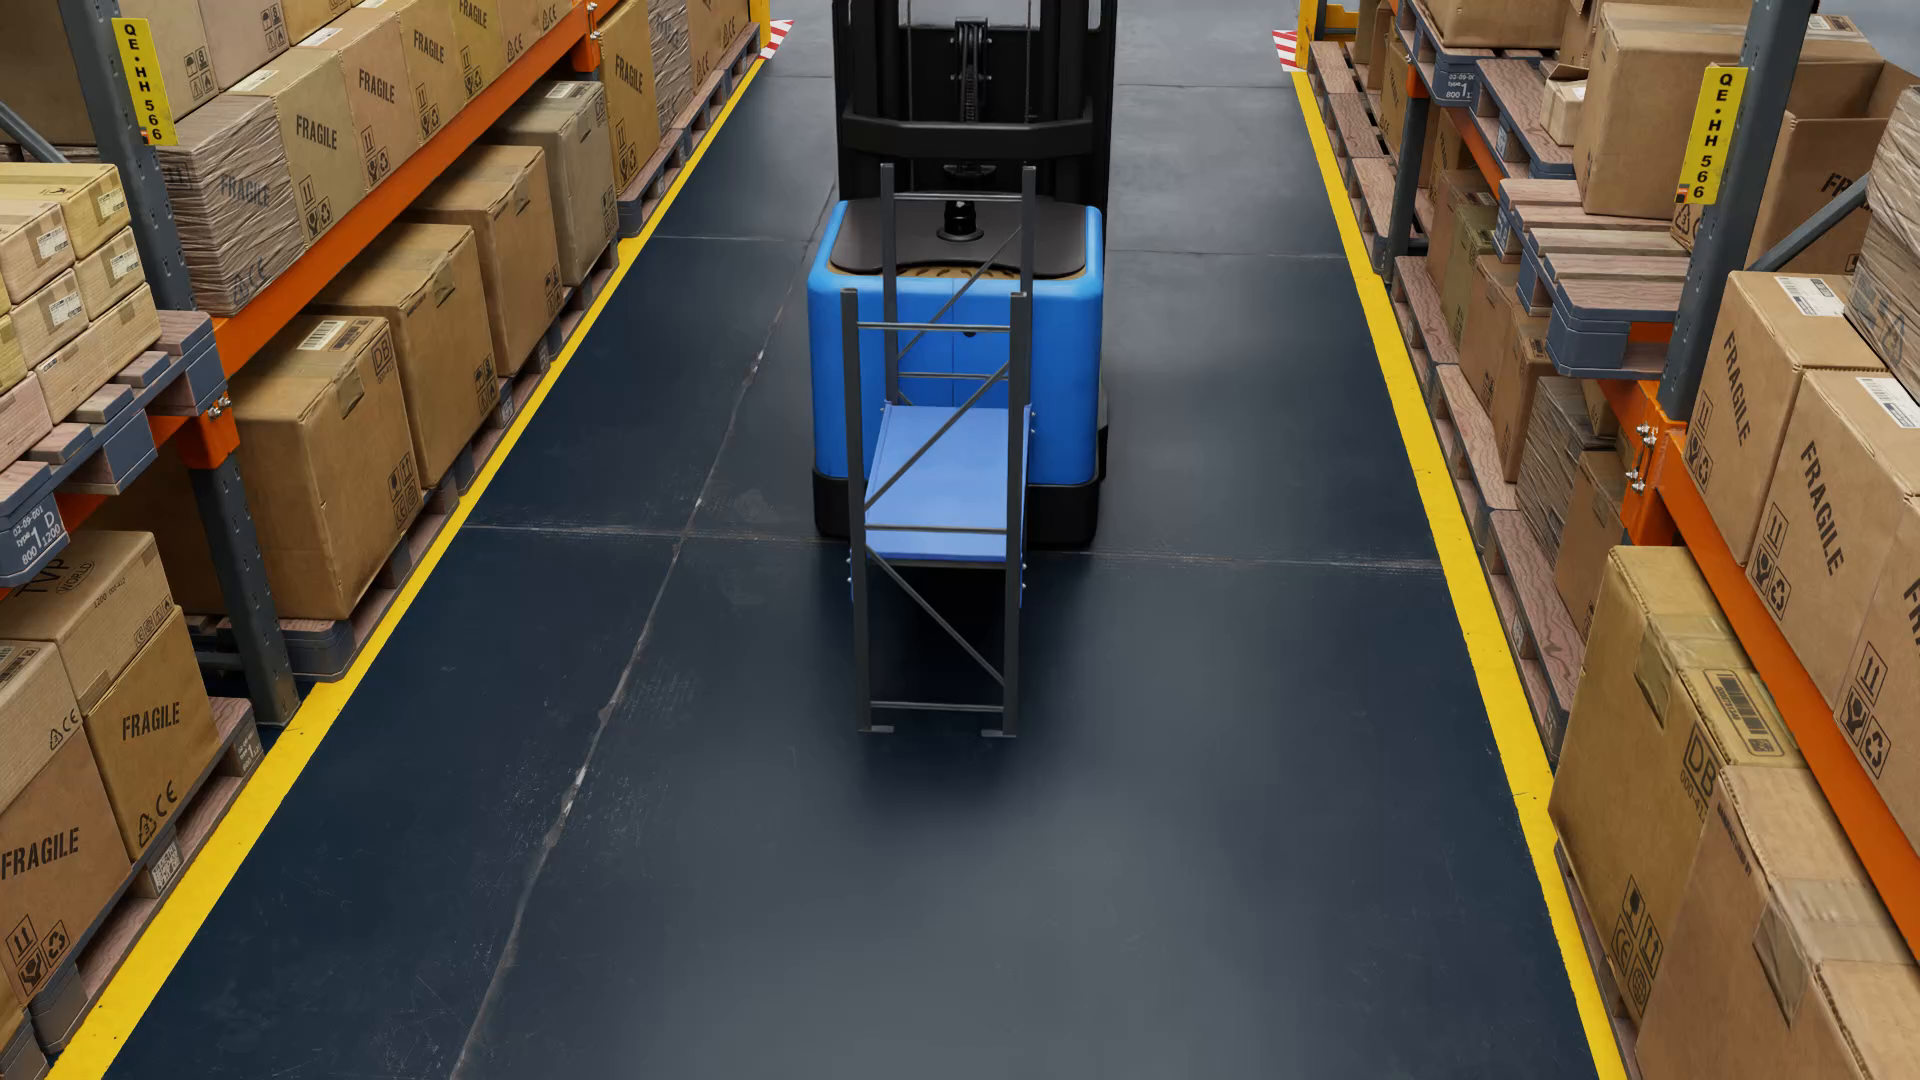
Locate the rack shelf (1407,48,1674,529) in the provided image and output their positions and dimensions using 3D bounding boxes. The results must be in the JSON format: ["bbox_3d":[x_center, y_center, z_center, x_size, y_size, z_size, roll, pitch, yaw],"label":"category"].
[{"bbox_3d":[2.465,-1.205,6.032,1.077,0.370,4.000,2,32,4],"label":"rack shelf"}]

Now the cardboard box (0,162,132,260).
[{"bbox_3d":[-2.216,-0.780,3.928,0.380,0.149,0.250,1,32,2],"label":"cardboard box"}]

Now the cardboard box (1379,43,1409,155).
[{"bbox_3d":[2.712,-2.507,9.442,0.500,0.500,0.500,0,32,0],"label":"cardboard box"}]

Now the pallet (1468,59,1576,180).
[{"bbox_3d":[2.423,-1.421,5.879,1.003,0.211,1.213,2,32,4],"label":"pallet"}]

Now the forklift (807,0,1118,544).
[{"bbox_3d":[0.071,-1.980,6.669,1.130,2.935,3.031,2,32,3],"label":"forklift"}]

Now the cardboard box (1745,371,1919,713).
[{"bbox_3d":[1.952,0.004,3.289,0.500,0.500,0.500,2,32,3],"label":"cardboard box"}]

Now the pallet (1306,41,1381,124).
[{"bbox_3d":[2.846,-2.999,10.915,1.003,0.211,1.213,2,32,4],"label":"pallet"}]

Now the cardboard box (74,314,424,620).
[{"bbox_3d":[-2.494,-0.266,5.567,1.050,0.750,0.750,2,32,3],"label":"cardboard box"}]

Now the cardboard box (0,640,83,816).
[{"bbox_3d":[-2.458,0.469,3.897,0.500,0.250,0.500,3,32,5],"label":"cardboard box"}]

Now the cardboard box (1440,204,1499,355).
[{"bbox_3d":[2.499,-1.112,7.158,0.700,0.500,0.500,2,32,4],"label":"cardboard box"}]

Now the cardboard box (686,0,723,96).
[{"bbox_3d":[-2.040,-3.370,10.485,0.875,0.875,0.875,2,32,3],"label":"cardboard box"}]

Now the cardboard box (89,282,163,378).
[{"bbox_3d":[-2.215,-0.525,4.081,0.380,0.149,0.250,3,32,5],"label":"cardboard box"}]

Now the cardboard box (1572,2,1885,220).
[{"bbox_3d":[2.252,-1.267,4.952,0.700,0.500,0.500,7,32,11],"label":"cardboard box"}]

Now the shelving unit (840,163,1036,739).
[{"bbox_3d":[-0.039,-0.295,5.299,0.538,1.500,1.048,2,32,3],"label":"shelving unit"}]

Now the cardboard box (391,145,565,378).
[{"bbox_3d":[-2.350,-1.210,7.099,1.050,0.750,0.750,2,32,4],"label":"cardboard box"}]

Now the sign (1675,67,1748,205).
[{"bbox_3d":[1.761,-0.943,3.893,0.100,0.325,0.005,2,32,4],"label":"sign"}]

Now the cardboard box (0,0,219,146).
[{"bbox_3d":[-2.586,-1.433,4.668,0.700,0.500,0.500,2,32,4],"label":"cardboard box"}]

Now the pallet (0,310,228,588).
[{"bbox_3d":[-2.585,-0.272,4.014,1.213,0.211,1.003,2,32,4],"label":"pallet"}]

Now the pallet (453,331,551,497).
[{"bbox_3d":[-2.392,-0.589,7.004,1.003,0.211,1.213,2,32,4],"label":"pallet"}]

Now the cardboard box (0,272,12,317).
[{"bbox_3d":[-2.260,-0.511,3.493,0.380,0.149,0.250,3,32,5],"label":"cardboard box"}]

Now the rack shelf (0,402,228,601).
[{"bbox_3d":[-2.796,0.622,3.068,1.077,0.370,4.000,2,32,4],"label":"rack shelf"}]

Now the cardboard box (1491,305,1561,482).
[{"bbox_3d":[2.409,-0.527,6.210,0.700,0.500,0.500,5,32,8],"label":"cardboard box"}]

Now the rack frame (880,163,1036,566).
[{"bbox_3d":[-0.007,-0.561,5.731,0.500,1.500,0.032,2,32,3],"label":"rack frame"}]

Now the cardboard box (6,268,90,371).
[{"bbox_3d":[-2.239,-0.511,3.777,0.380,0.149,0.250,4,32,6],"label":"cardboard box"}]

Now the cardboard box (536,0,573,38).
[{"bbox_3d":[-2.083,-2.580,7.483,0.500,0.500,0.500,2,32,4],"label":"cardboard box"}]

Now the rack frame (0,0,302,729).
[{"bbox_3d":[-2.633,-0.730,4.576,1.000,3.000,0.127,2,32,4],"label":"rack frame"}]

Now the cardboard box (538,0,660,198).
[{"bbox_3d":[-2.186,-2.422,8.946,0.875,0.875,0.875,3,32,5],"label":"cardboard box"}]

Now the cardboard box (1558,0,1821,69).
[{"bbox_3d":[2.579,-1.870,5.926,0.797,0.503,0.637,6,32,9],"label":"cardboard box"}]

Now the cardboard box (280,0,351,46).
[{"bbox_3d":[-2.507,-1.966,5.533,0.700,0.500,0.500,2,32,3],"label":"cardboard box"}]

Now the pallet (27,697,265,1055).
[{"bbox_3d":[-2.698,0.865,4.645,1.003,0.211,1.213,2,32,4],"label":"pallet"}]

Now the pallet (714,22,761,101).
[{"bbox_3d":[-1.969,-3.305,11.412,1.003,0.211,1.213,2,32,4],"label":"pallet"}]

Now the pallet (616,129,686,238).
[{"bbox_3d":[-2.167,-2.029,9.342,1.003,0.211,1.213,2,32,4],"label":"pallet"}]

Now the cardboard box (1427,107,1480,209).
[{"bbox_3d":[2.700,-1.879,8.423,0.500,0.500,0.500,2,32,2],"label":"cardboard box"}]

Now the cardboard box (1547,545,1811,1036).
[{"bbox_3d":[2.225,0.620,4.010,1.225,0.875,0.875,1,32,2],"label":"cardboard box"}]

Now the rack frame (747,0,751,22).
[{"bbox_3d":[-1.982,-4.914,11.364,1.000,3.000,0.127,2,32,4],"label":"rack frame"}]

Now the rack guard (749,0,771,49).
[{"bbox_3d":[-1.980,-3.862,12.040,1.175,0.500,0.348,2,32,4],"label":"rack guard"}]

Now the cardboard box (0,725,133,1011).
[{"bbox_3d":[-2.472,0.782,4.105,0.500,0.500,0.500,4,32,6],"label":"cardboard box"}]

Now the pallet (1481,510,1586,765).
[{"bbox_3d":[2.367,0.313,5.541,1.003,0.211,1.213,2,32,4],"label":"pallet"}]

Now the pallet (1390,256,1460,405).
[{"bbox_3d":[2.566,-0.963,7.612,1.003,0.211,1.213,2,32,4],"label":"pallet"}]

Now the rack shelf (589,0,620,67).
[{"bbox_3d":[-2.144,-3.562,9.856,1.077,0.370,4.000,2,32,4],"label":"rack shelf"}]

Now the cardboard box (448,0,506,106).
[{"bbox_3d":[-2.166,-2.052,6.625,0.500,0.500,0.500,3,32,5],"label":"cardboard box"}]

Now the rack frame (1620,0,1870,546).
[{"bbox_3d":[2.302,-0.466,4.147,1.000,3.000,0.127,2,32,4],"label":"rack frame"}]

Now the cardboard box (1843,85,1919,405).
[{"bbox_3d":[2.227,-0.554,3.238,0.797,0.503,0.637,3,32,6],"label":"cardboard box"}]

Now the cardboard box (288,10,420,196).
[{"bbox_3d":[-2.247,-1.526,5.772,0.500,0.500,0.500,2,32,4],"label":"cardboard box"}]

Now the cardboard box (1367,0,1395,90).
[{"bbox_3d":[2.872,-3.124,10.442,0.500,0.500,0.500,11,33,17],"label":"cardboard box"}]

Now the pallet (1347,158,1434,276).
[{"bbox_3d":[2.647,-1.723,8.845,1.003,0.211,1.213,2,32,4],"label":"pallet"}]

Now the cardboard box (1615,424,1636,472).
[{"bbox_3d":[2.327,-0.260,5.061,0.500,0.250,0.500,4,32,6],"label":"cardboard box"}]

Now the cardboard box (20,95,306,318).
[{"bbox_3d":[-2.327,-0.996,4.912,0.500,0.500,0.500,3,32,5],"label":"cardboard box"}]

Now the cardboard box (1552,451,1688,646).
[{"bbox_3d":[2.337,0.060,5.257,0.700,0.500,0.500,1,32,1],"label":"cardboard box"}]

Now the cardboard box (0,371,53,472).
[{"bbox_3d":[-2.257,-0.260,3.653,0.380,0.149,0.250,3,32,5],"label":"cardboard box"}]
